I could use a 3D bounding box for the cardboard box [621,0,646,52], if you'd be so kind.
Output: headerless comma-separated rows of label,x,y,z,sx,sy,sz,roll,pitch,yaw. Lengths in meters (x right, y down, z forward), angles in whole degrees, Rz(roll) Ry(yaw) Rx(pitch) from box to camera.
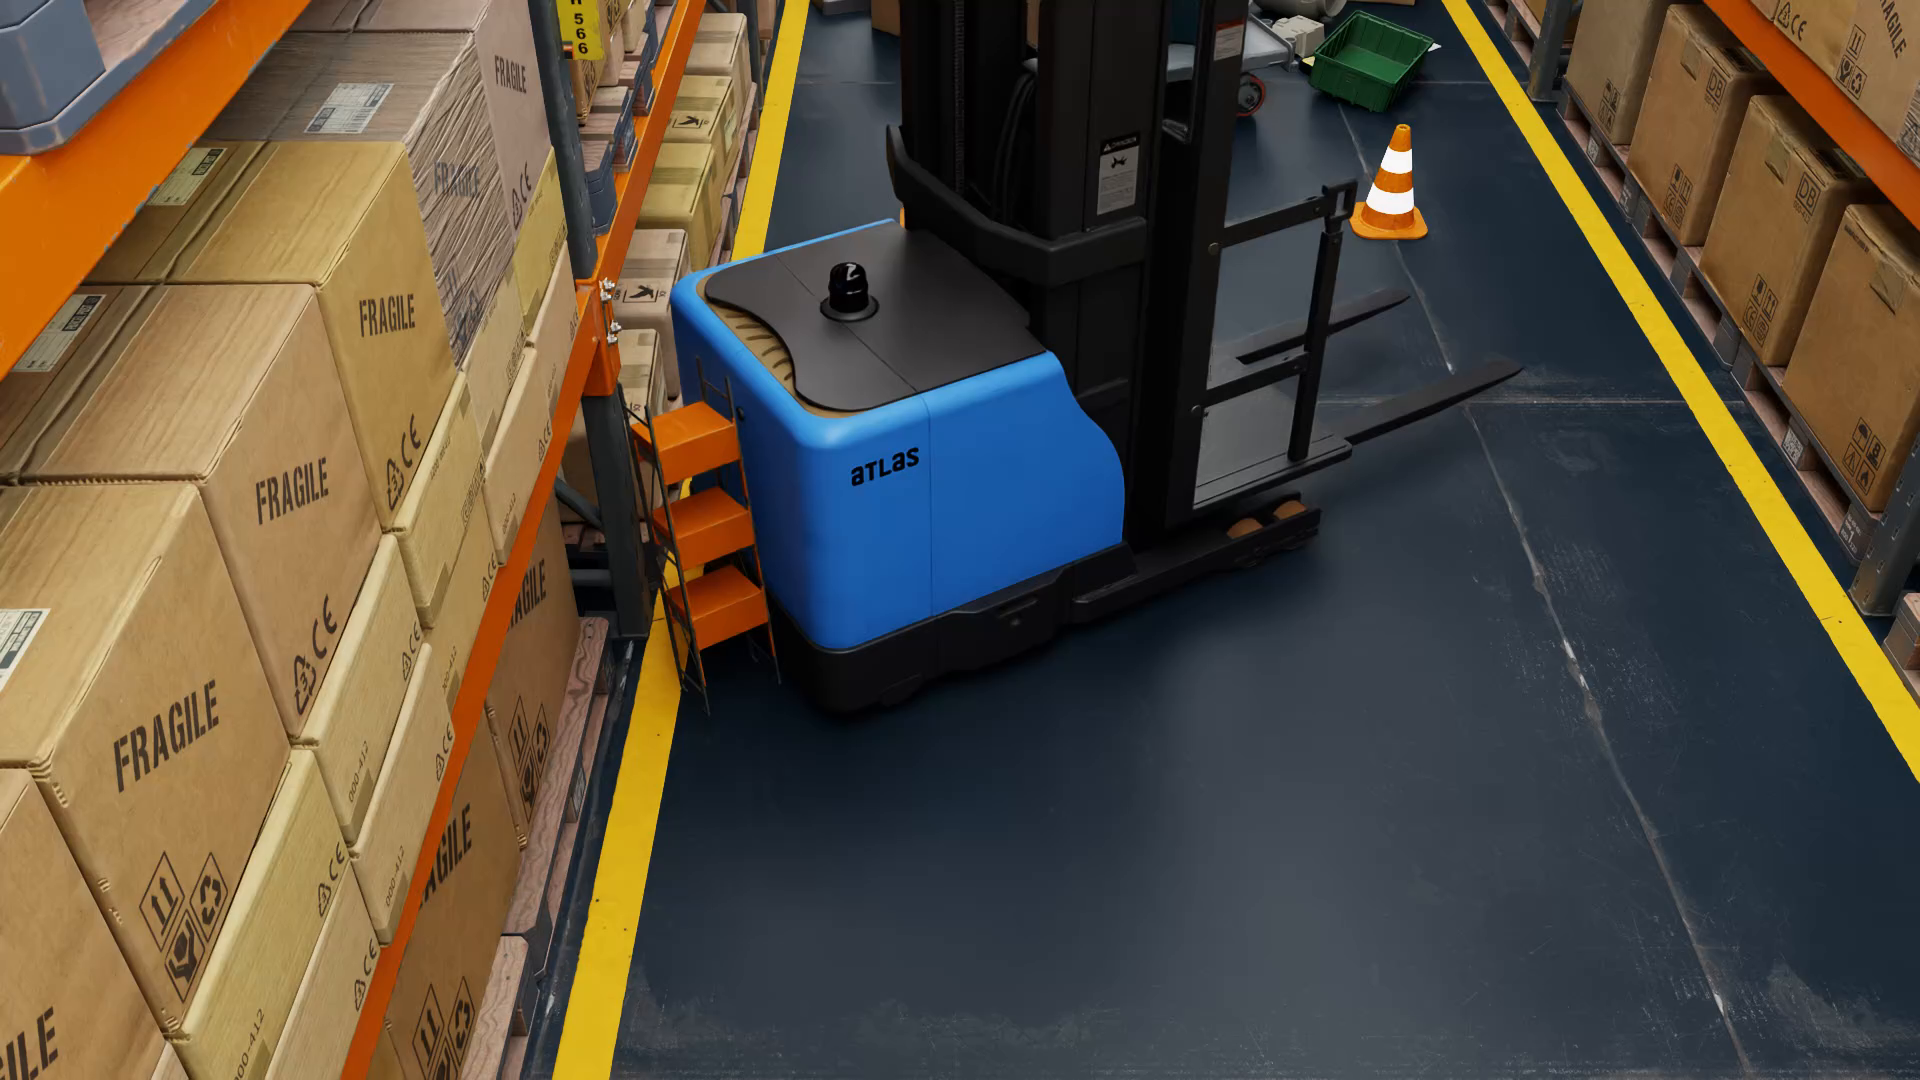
cardboard box,-1.217,-1.676,5.308,0.380,0.149,0.250,0,39,0

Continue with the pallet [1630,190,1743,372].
pallet,3.523,-1.120,6.979,1.003,0.211,1.213,0,39,0

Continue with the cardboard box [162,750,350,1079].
cardboard box,-1.219,0.561,2.372,0.500,0.250,0.500,0,39,1

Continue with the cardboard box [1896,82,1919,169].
cardboard box,3.178,-1.274,4.862,0.500,0.500,0.500,0,39,0

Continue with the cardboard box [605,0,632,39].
cardboard box,-1.279,-1.814,4.961,0.500,0.500,0.500,2,39,2

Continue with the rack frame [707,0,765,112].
rack frame,-1.507,-3.389,7.580,1.000,3.000,0.127,0,39,0

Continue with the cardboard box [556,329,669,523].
cardboard box,-1.493,-0.379,5.590,0.950,0.372,0.625,-2,39,-3

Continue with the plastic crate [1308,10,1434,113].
plastic crate,2.133,-2.488,8.659,0.450,0.188,0.662,27,45,16

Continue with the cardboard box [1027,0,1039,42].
cardboard box,0.273,-2.729,8.150,0.500,0.500,0.500,0,39,0

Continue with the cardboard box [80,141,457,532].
cardboard box,-1.237,-0.362,2.923,0.500,0.500,0.500,0,39,0

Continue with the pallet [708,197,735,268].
pallet,-1.500,-1.049,6.890,1.003,0.211,1.213,0,39,0

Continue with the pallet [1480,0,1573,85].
pallet,3.520,-2.843,9.128,1.003,0.211,1.213,0,39,0

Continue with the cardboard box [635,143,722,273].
cardboard box,-1.497,-1.315,6.757,0.950,0.372,0.625,1,39,1

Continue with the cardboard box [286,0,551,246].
cardboard box,-1.240,-0.993,3.711,0.500,0.500,0.500,-1,39,-1

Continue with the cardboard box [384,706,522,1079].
cardboard box,-1.588,0.768,3.756,0.875,0.875,0.875,0,39,1

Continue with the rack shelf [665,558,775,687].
rack shelf,-0.731,0.248,5.038,0.240,0.259,0.215,-23,35,-26

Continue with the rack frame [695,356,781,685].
rack frame,-0.653,-0.039,4.941,0.008,1.050,0.200,-23,35,-26

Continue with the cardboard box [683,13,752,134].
cardboard box,-1.504,-2.199,7.861,0.950,0.372,0.625,0,39,1

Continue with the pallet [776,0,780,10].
pallet,-1.547,-3.485,9.930,1.003,0.211,1.213,0,39,0

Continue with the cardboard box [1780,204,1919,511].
cardboard box,3.537,-0.621,5.589,1.050,0.750,0.750,-1,39,-1

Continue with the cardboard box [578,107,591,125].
cardboard box,-1.284,-1.333,4.880,0.380,0.149,0.250,-2,39,-3

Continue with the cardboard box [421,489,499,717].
cardboard box,-1.241,0.122,3.319,0.500,0.250,0.500,0,39,-1

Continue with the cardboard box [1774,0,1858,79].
cardboard box,3.179,-1.899,5.641,0.500,0.500,0.500,-1,39,-1

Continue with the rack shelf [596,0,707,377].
rack shelf,-1.505,-1.857,6.244,1.077,0.370,4.000,0,39,0

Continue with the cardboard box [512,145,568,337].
cardboard box,-1.248,-0.721,3.971,0.500,0.250,0.500,0,39,0

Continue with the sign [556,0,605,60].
sign,-0.947,-1.341,4.099,0.100,0.325,0.005,0,39,0

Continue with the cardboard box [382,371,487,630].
cardboard box,-1.222,-0.080,3.172,0.500,0.250,0.500,-1,39,-1

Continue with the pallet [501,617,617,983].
pallet,-1.577,0.694,4.715,1.003,0.211,1.213,0,39,0

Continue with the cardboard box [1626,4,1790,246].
cardboard box,3.531,-1.750,6.998,1.050,0.750,0.750,0,39,0

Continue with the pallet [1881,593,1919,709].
pallet,3.447,0.623,4.804,1.003,0.211,1.213,0,39,0

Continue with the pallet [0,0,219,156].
pallet,-1.444,-0.882,2.204,1.003,0.211,1.213,2,39,2

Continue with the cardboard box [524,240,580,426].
cardboard box,-1.242,-0.513,4.111,0.500,0.250,0.500,-1,39,-2

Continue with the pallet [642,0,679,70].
pallet,-1.546,-2.050,6.063,1.003,0.211,1.213,0,39,0

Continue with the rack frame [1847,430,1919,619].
rack frame,3.448,-0.954,4.542,1.000,3.000,0.127,0,39,0

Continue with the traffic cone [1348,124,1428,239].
traffic cone,1.934,-1.626,7.408,0.336,0.463,0.334,0,39,0

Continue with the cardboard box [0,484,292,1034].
cardboard box,-1.237,0.278,2.125,0.500,0.500,0.500,-1,39,-1

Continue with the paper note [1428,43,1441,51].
paper note,2.537,-2.717,9.115,0.147,0.020,0.142,-28,46,-30

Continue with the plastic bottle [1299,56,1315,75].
plastic bottle,1.933,-2.480,8.796,0.133,0.061,0.283,-20,43,-23

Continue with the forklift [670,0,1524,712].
forklift,0.637,-1.313,5.045,3.031,2.935,1.130,-21,43,-24

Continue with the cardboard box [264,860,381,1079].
cardboard box,-1.221,0.753,2.531,0.500,0.250,0.500,0,39,0

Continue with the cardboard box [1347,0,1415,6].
cardboard box,2.415,-3.451,9.654,0.500,0.500,0.500,6,39,8

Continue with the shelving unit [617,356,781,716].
shelving unit,-0.754,0.003,4.887,0.252,1.050,0.215,-23,35,-26
